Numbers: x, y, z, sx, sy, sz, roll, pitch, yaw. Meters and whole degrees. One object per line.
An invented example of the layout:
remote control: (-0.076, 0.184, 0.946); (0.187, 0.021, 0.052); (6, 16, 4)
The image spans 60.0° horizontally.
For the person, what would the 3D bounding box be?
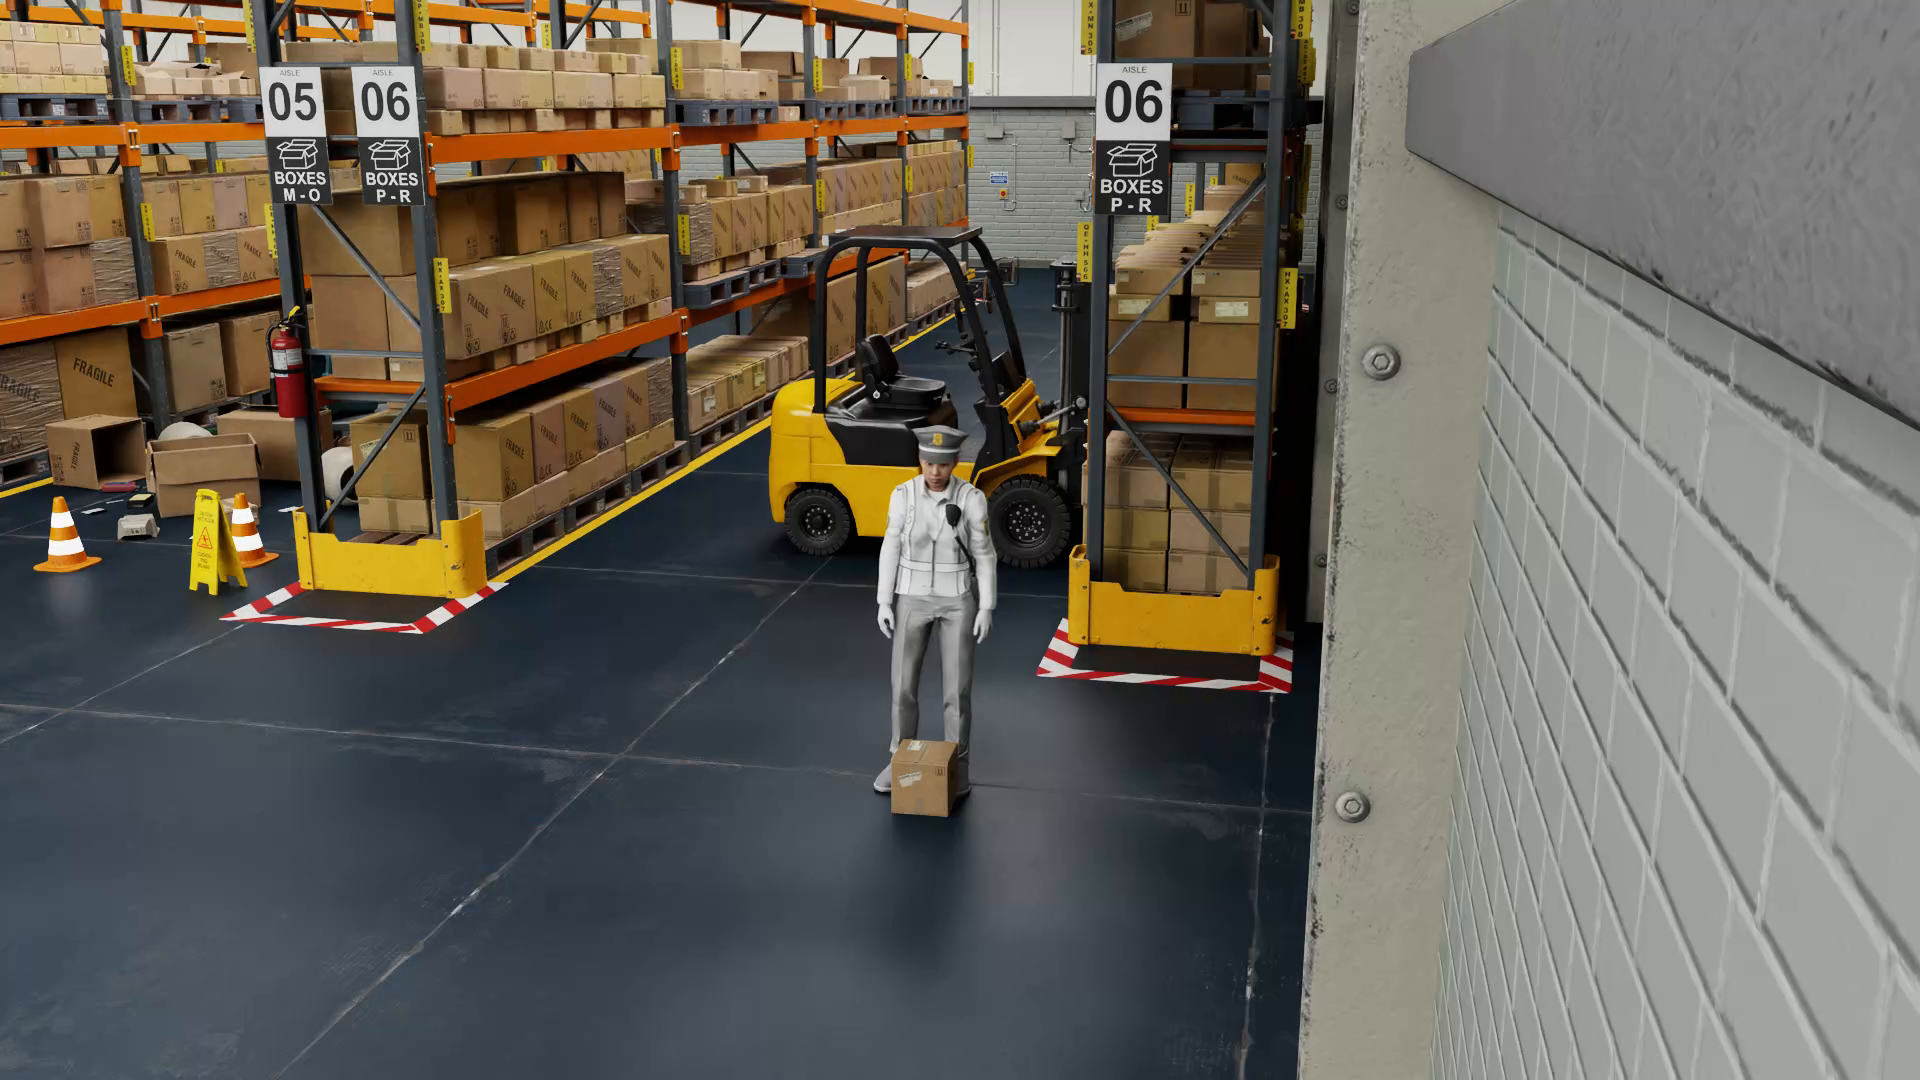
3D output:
person: (-0.107, 0.302, 7.364); (0.541, 1.662, 0.375); (2, 15, 8)
